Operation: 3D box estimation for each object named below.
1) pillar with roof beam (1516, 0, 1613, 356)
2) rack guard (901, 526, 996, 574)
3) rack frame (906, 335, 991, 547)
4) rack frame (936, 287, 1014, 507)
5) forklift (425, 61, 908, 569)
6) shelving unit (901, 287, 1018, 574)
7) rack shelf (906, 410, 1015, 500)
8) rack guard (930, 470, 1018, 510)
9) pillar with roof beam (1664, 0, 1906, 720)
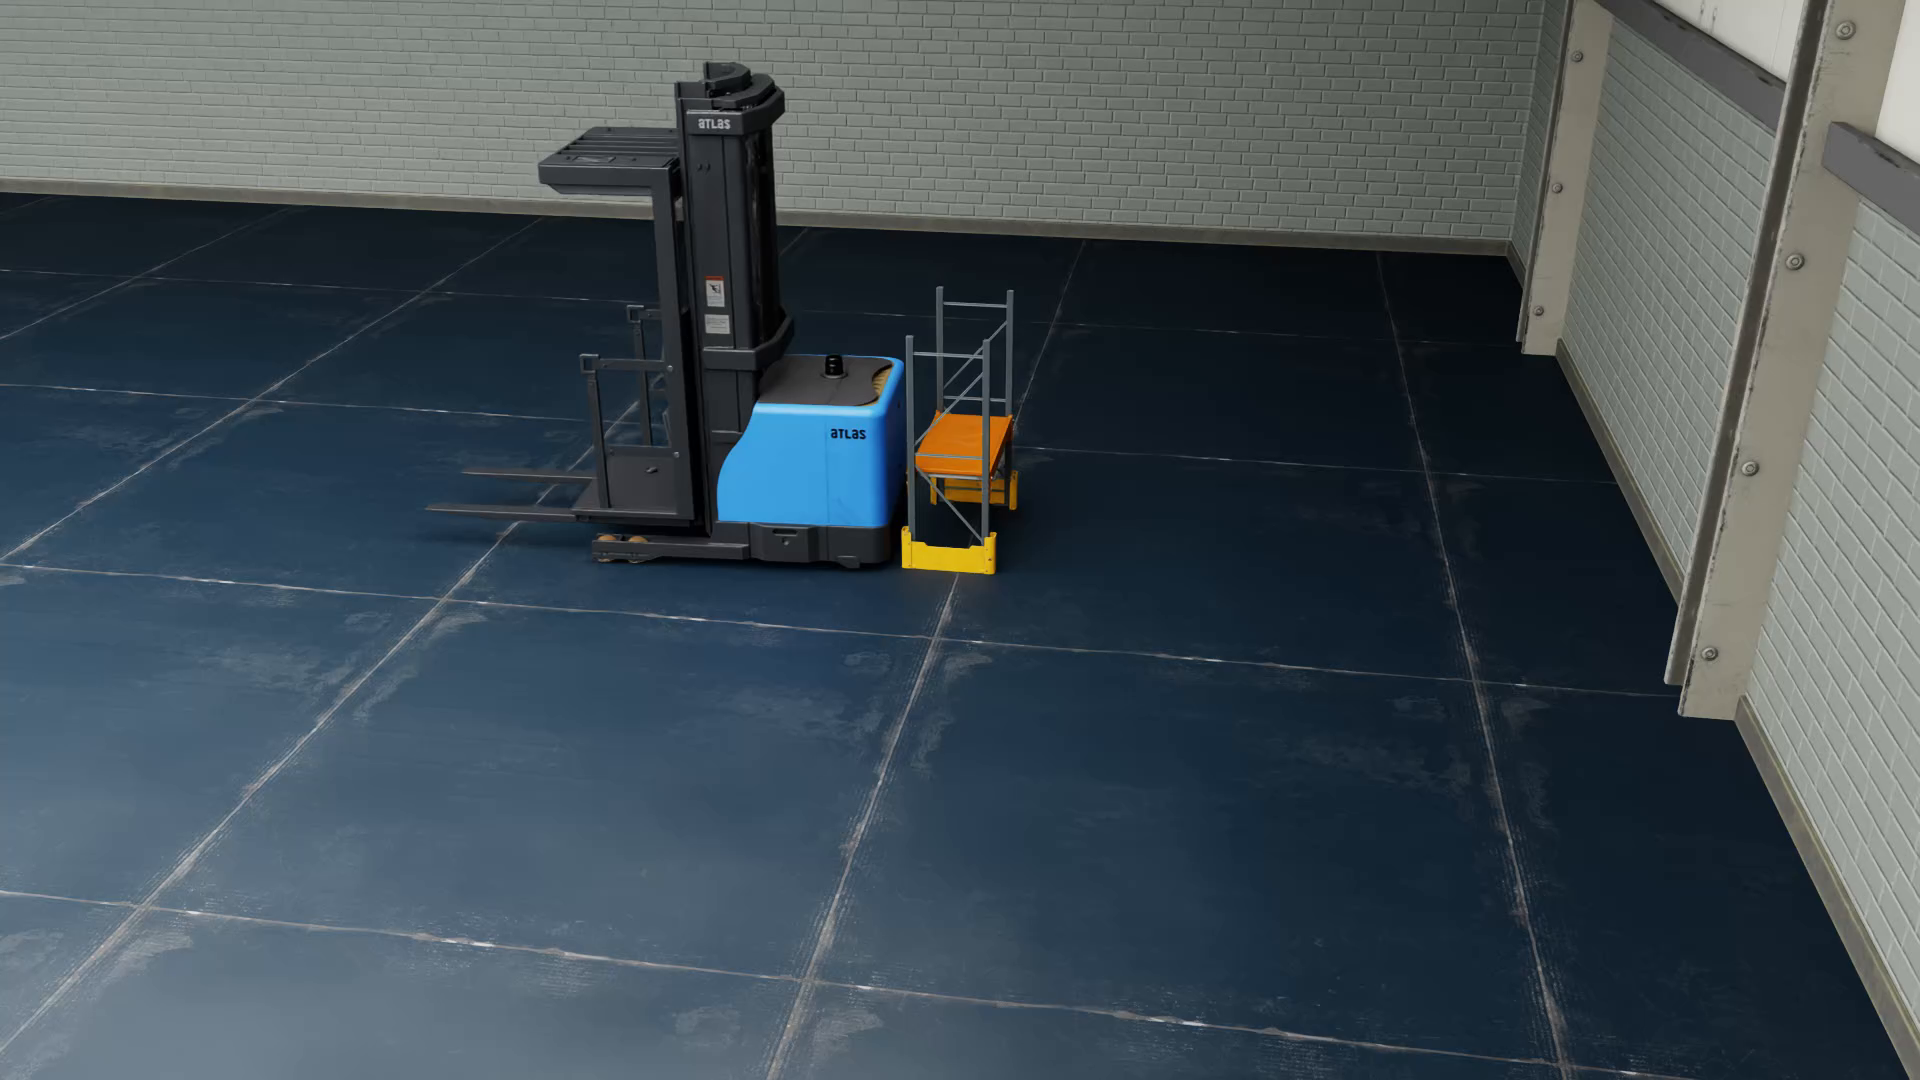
[{"bbox_3d":[0.713,-6.028,13.014,9.100,9.000,0.400,4,25,9],"label":"pillar with roof beam"},{"bbox_3d":[-0.069,0.063,10.320,0.587,0.250,0.087,4,25,9],"label":"rack guard"},{"bbox_3d":[-0.069,-0.502,10.054,0.500,1.500,0.032,4,25,9],"label":"rack frame"},{"bbox_3d":[0.097,-0.928,10.962,0.500,1.500,0.032,4,25,9],"label":"rack frame"},{"bbox_3d":[-1.890,-1.399,10.282,3.031,2.935,1.130,2,25,5],"label":"forklift"},{"bbox_3d":[0.012,-0.711,10.500,0.587,1.500,1.083,4,25,9],"label":"shelving unit"},{"bbox_3d":[0.014,-0.552,10.585,0.538,0.185,1.000,4,25,9],"label":"rack shelf"},{"bbox_3d":[0.094,-0.353,11.210,0.587,0.250,0.087,4,25,9],"label":"rack guard"},{"bbox_3d":[-0.267,-3.519,7.653,9.100,9.000,0.400,4,25,9],"label":"pillar with roof beam"}]
